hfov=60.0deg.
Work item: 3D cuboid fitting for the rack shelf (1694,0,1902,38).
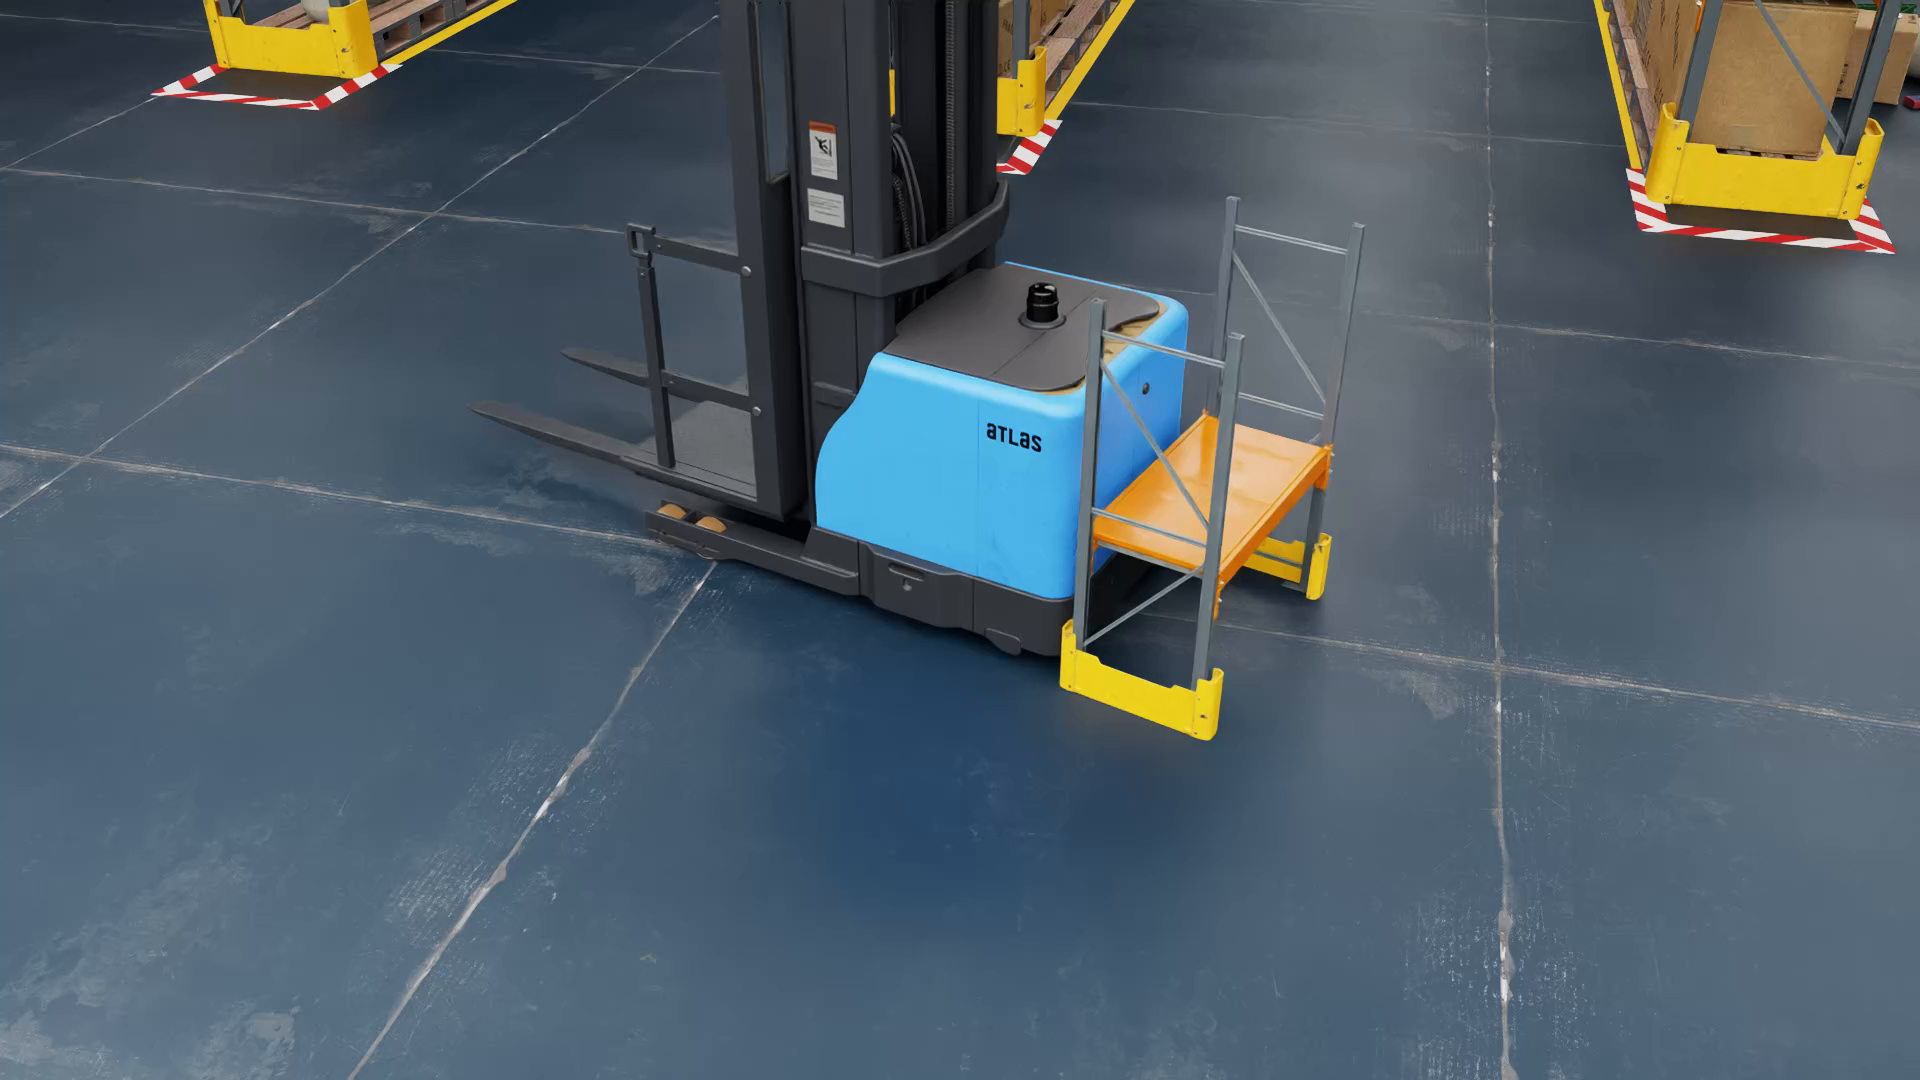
[{"bbox_3d":[5.230,-4.039,10.977,1.077,0.370,4.000,8,33,12],"label":"rack shelf"}]

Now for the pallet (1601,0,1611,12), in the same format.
[{"bbox_3d":[5.860,-4.614,13.811,1.003,0.211,1.213,8,33,12],"label":"pallet"}]

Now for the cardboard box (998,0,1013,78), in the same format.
[{"bbox_3d":[0.125,-3.476,11.361,0.500,0.500,0.500,14,35,21],"label":"cardboard box"}]

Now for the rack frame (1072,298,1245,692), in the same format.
[{"bbox_3d":[0.615,-0.036,5.404,0.500,1.500,0.032,19,37,26],"label":"rack frame"}]

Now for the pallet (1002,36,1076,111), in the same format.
[{"bbox_3d":[0.210,-3.311,11.762,1.003,0.211,1.213,8,33,12],"label":"pallet"}]

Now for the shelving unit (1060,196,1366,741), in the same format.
[{"bbox_3d":[0.886,-0.273,5.776,0.587,1.500,1.083,19,37,26],"label":"shelving unit"}]

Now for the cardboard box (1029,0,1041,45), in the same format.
[{"bbox_3d":[0.244,-3.791,11.856,0.500,0.500,0.500,17,36,25],"label":"cardboard box"}]

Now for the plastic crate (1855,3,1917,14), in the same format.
[{"bbox_3d":[6.960,-3.949,12.733,0.662,0.188,0.450,-28,32,-37],"label":"plastic crate"}]

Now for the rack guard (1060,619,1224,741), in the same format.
[{"bbox_3d":[0.620,0.481,5.756,0.587,0.250,0.087,19,37,26],"label":"rack guard"}]

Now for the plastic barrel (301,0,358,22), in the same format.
[{"bbox_3d":[-4.747,-4.186,12.466,0.421,0.512,0.421,0,32,0],"label":"plastic barrel"}]

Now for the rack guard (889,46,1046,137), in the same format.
[{"bbox_3d":[-0.030,-3.017,11.029,1.175,0.500,0.348,8,33,12],"label":"rack guard"}]

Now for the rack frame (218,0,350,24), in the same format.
[{"bbox_3d":[-4.841,-4.706,11.357,1.000,3.000,0.127,8,33,12],"label":"rack frame"}]

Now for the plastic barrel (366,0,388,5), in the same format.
[{"bbox_3d":[-4.620,-4.446,12.875,0.421,0.512,0.421,0,32,0],"label":"plastic barrel"}]

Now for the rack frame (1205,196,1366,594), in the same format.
[{"bbox_3d":[1.148,-0.501,6.135,0.500,1.500,0.032,19,37,26],"label":"rack frame"}]

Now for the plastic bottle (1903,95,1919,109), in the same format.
[{"bbox_3d":[6.657,-3.012,11.431,0.283,0.061,0.133,-3,33,-4],"label":"plastic bottle"}]

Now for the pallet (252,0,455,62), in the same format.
[{"bbox_3d":[-4.655,-3.996,12.839,1.003,0.211,1.213,8,33,12],"label":"pallet"}]

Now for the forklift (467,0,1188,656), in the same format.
[{"bbox_3d":[-0.677,-1.386,6.199,3.031,2.935,1.130,17,36,25],"label":"forklift"}]

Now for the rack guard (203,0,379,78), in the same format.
[{"bbox_3d":[-4.867,-3.697,12.100,1.175,0.500,0.348,8,33,12],"label":"rack guard"}]

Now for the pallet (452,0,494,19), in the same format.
[{"bbox_3d":[-4.344,-4.627,13.832,1.003,0.211,1.213,8,33,12],"label":"pallet"}]

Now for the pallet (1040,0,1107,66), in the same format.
[{"bbox_3d":[0.522,-3.943,12.755,1.003,0.211,1.213,8,33,12],"label":"pallet"}]

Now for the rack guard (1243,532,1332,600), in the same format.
[{"bbox_3d":[1.143,0.026,6.472,0.587,0.250,0.087,19,37,26],"label":"rack guard"}]

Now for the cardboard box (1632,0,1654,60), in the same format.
[{"bbox_3d":[5.285,-3.875,11.639,0.875,0.875,0.875,8,33,13],"label":"cardboard box"}]

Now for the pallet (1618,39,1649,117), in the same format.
[{"bbox_3d":[5.161,-3.184,11.562,1.003,0.211,1.213,8,33,12],"label":"pallet"}]

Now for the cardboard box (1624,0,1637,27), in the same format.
[{"bbox_3d":[5.510,-4.344,12.376,0.875,0.875,0.875,9,33,13],"label":"cardboard box"}]

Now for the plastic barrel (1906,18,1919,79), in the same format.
[{"bbox_3d":[6.933,-3.495,11.853,0.421,0.421,0.512,-21,38,-29],"label":"plastic barrel"}]

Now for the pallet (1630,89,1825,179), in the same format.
[{"bbox_3d":[4.850,-2.553,10.569,1.003,0.211,1.213,8,33,12],"label":"pallet"}]

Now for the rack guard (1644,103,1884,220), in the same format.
[{"bbox_3d":[4.716,-2.237,9.803,1.175,0.500,0.348,8,33,12],"label":"rack guard"}]

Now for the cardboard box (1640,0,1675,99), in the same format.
[{"bbox_3d":[5.052,-3.403,10.895,0.875,0.875,0.875,8,33,12],"label":"cardboard box"}]

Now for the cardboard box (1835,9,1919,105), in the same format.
[{"bbox_3d":[6.336,-3.381,11.600,0.500,0.500,0.500,14,35,21],"label":"cardboard box"}]

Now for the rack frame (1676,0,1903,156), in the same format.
[{"bbox_3d":[4.722,-3.304,9.152,1.000,3.000,0.127,8,33,12],"label":"rack frame"}]

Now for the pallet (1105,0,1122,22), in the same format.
[{"bbox_3d":[0.829,-4.578,13.754,1.003,0.211,1.213,8,33,12],"label":"pallet"}]

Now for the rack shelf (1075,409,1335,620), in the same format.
[{"bbox_3d":[0.880,-0.117,5.867,0.538,0.185,1.000,19,37,26],"label":"rack shelf"}]

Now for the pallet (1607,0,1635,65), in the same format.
[{"bbox_3d":[5.469,-3.819,12.561,1.003,0.211,1.213,8,33,12],"label":"pallet"}]

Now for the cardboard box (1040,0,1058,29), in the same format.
[{"bbox_3d":[0.421,-4.113,12.363,0.500,0.500,0.500,11,34,17],"label":"cardboard box"}]

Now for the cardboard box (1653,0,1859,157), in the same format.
[{"bbox_3d":[4.830,-2.946,10.177,0.875,0.875,0.875,8,33,13],"label":"cardboard box"}]

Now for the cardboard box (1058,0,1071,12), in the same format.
[{"bbox_3d":[0.606,-4.397,12.809,0.500,0.500,0.500,5,33,8],"label":"cardboard box"}]

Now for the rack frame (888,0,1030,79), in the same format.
[{"bbox_3d":[-0.050,-4.032,10.296,1.000,3.000,0.127,8,33,12],"label":"rack frame"}]
